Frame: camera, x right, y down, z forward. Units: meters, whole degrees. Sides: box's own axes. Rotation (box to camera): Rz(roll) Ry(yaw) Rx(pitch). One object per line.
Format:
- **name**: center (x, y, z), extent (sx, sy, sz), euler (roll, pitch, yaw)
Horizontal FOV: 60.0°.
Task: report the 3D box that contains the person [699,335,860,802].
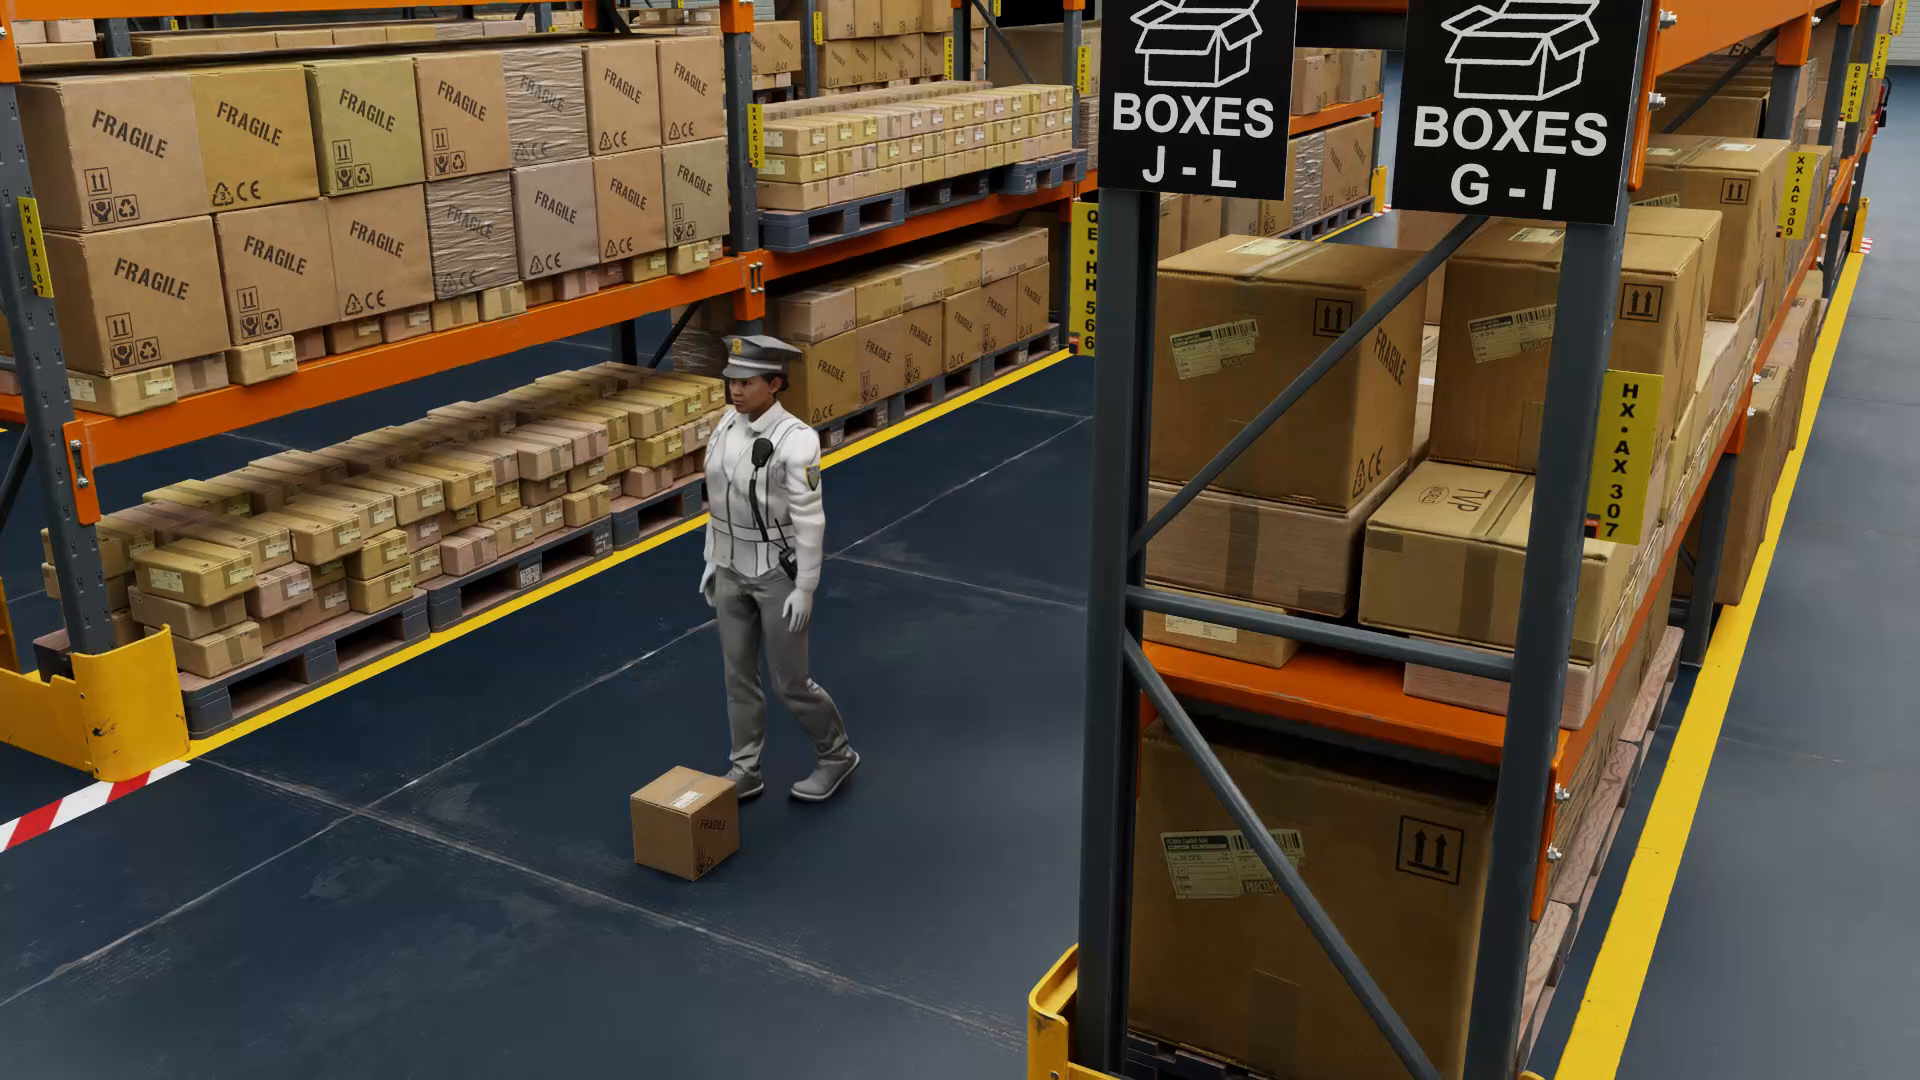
- **person**: center (-0.686, 0.118, 5.687), extent (0.497, 1.688, 0.561), euler (16, 25, 38)
